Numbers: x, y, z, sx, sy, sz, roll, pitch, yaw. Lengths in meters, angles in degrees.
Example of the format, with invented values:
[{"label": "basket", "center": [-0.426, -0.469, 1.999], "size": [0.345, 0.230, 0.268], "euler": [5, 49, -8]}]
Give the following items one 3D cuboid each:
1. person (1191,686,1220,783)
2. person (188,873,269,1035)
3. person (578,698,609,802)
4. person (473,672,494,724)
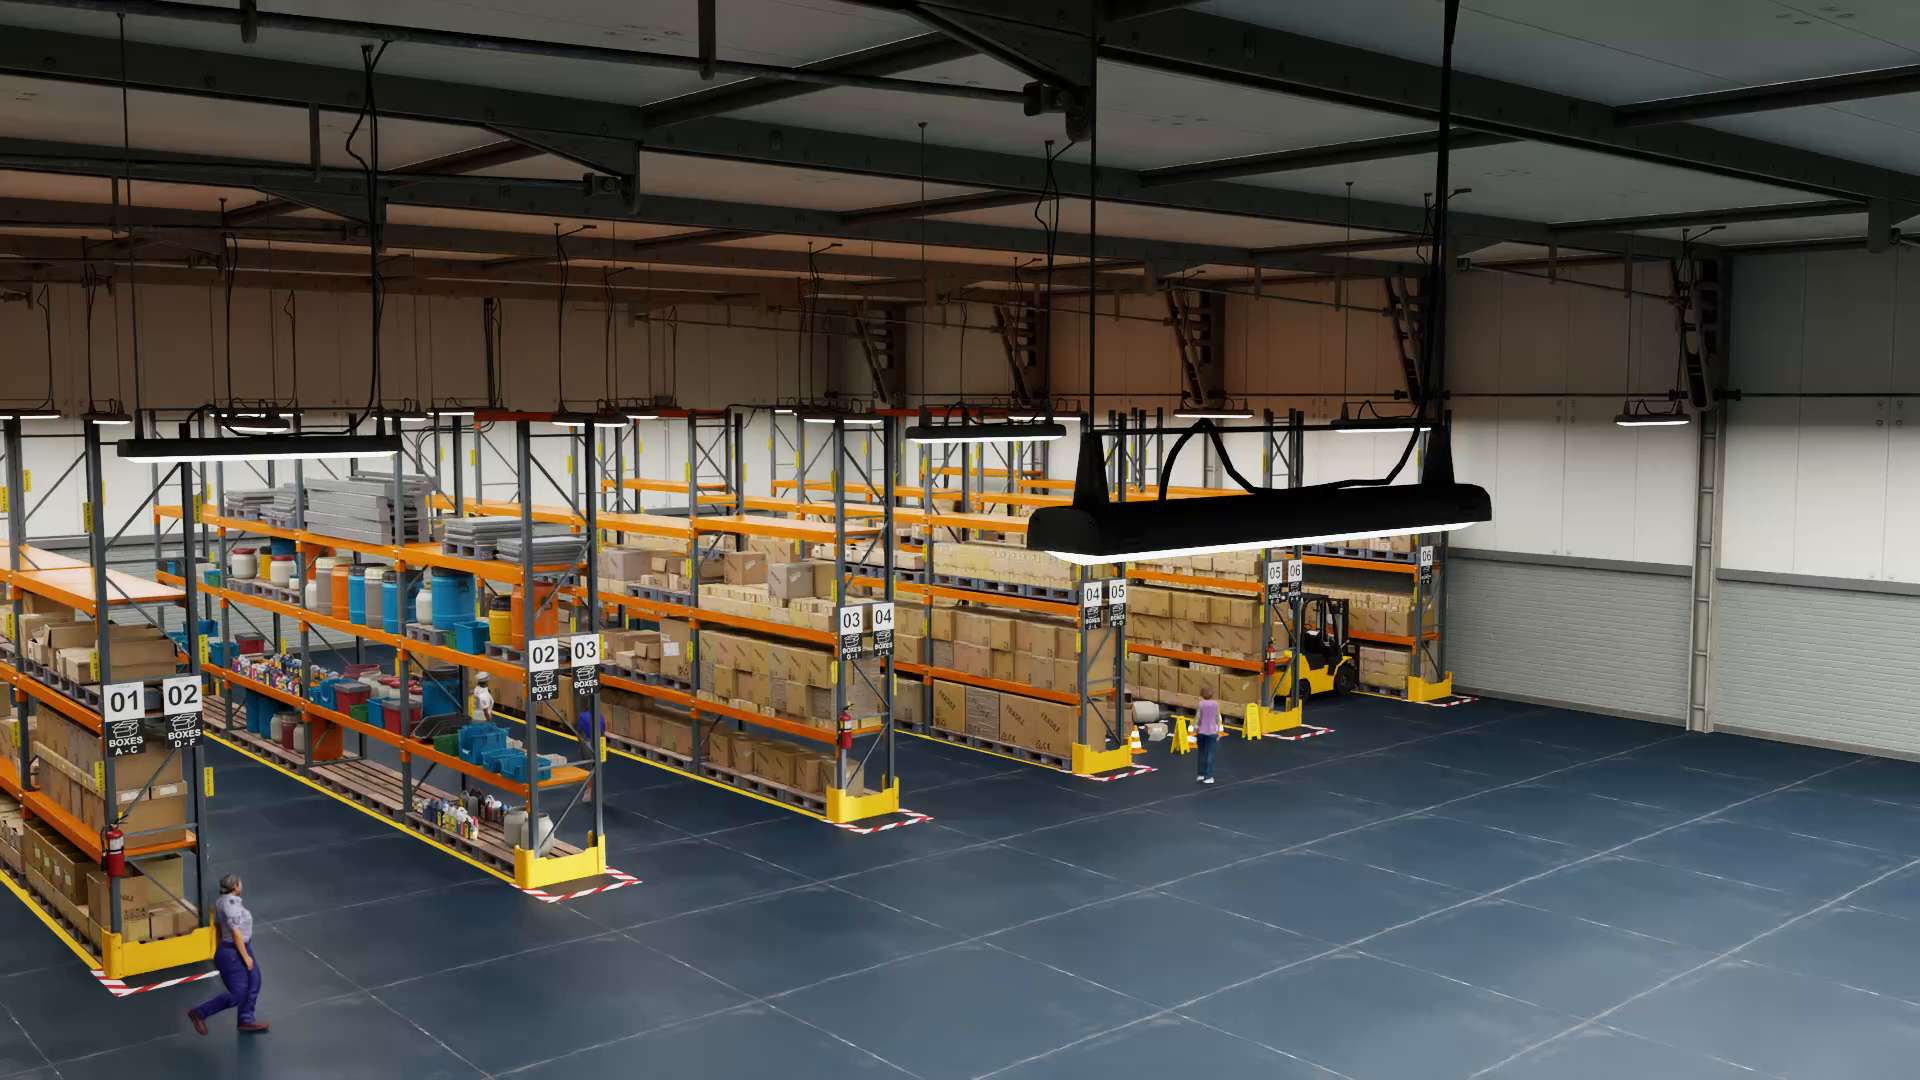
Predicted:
[{"label": "person", "center": [4.031, 3.156, 27.180], "size": [0.457, 1.595, 0.586], "euler": [2, 5, 20]}, {"label": "person", "center": [-7.218, 4.083, 16.365], "size": [0.705, 1.600, 0.456], "euler": [-1, 5, -16]}, {"label": "person", "center": [-5.682, 3.233, 25.756], "size": [0.460, 1.657, 0.447], "euler": [0, 5, -4]}, {"label": "person", "center": [-8.006, 3.053, 27.976], "size": [0.535, 1.709, 0.630], "euler": [-1, 5, -11]}]
